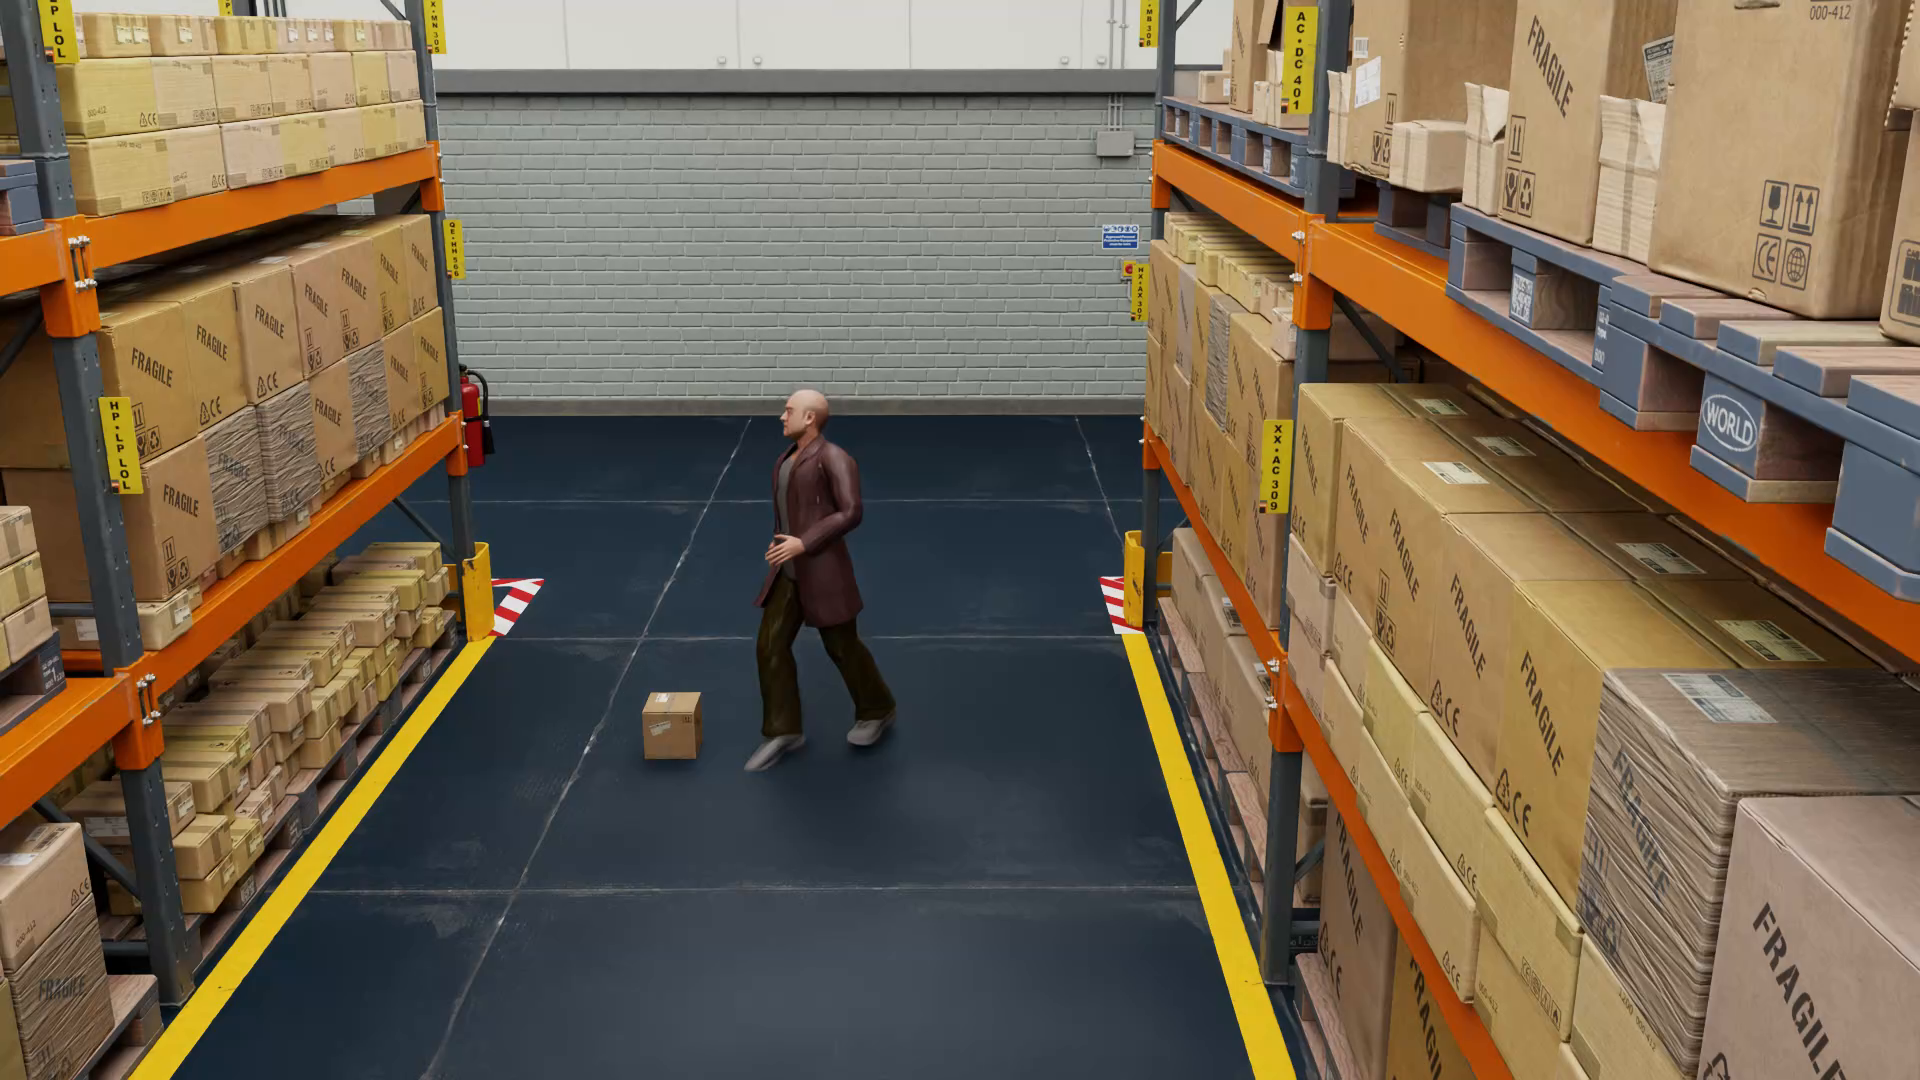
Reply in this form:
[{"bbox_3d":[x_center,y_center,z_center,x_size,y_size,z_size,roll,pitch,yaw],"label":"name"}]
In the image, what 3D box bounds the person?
[{"bbox_3d":[-0.814,0.169,8.025,0.988,1.741,0.699,-16,23,-42],"label":"person"}]
